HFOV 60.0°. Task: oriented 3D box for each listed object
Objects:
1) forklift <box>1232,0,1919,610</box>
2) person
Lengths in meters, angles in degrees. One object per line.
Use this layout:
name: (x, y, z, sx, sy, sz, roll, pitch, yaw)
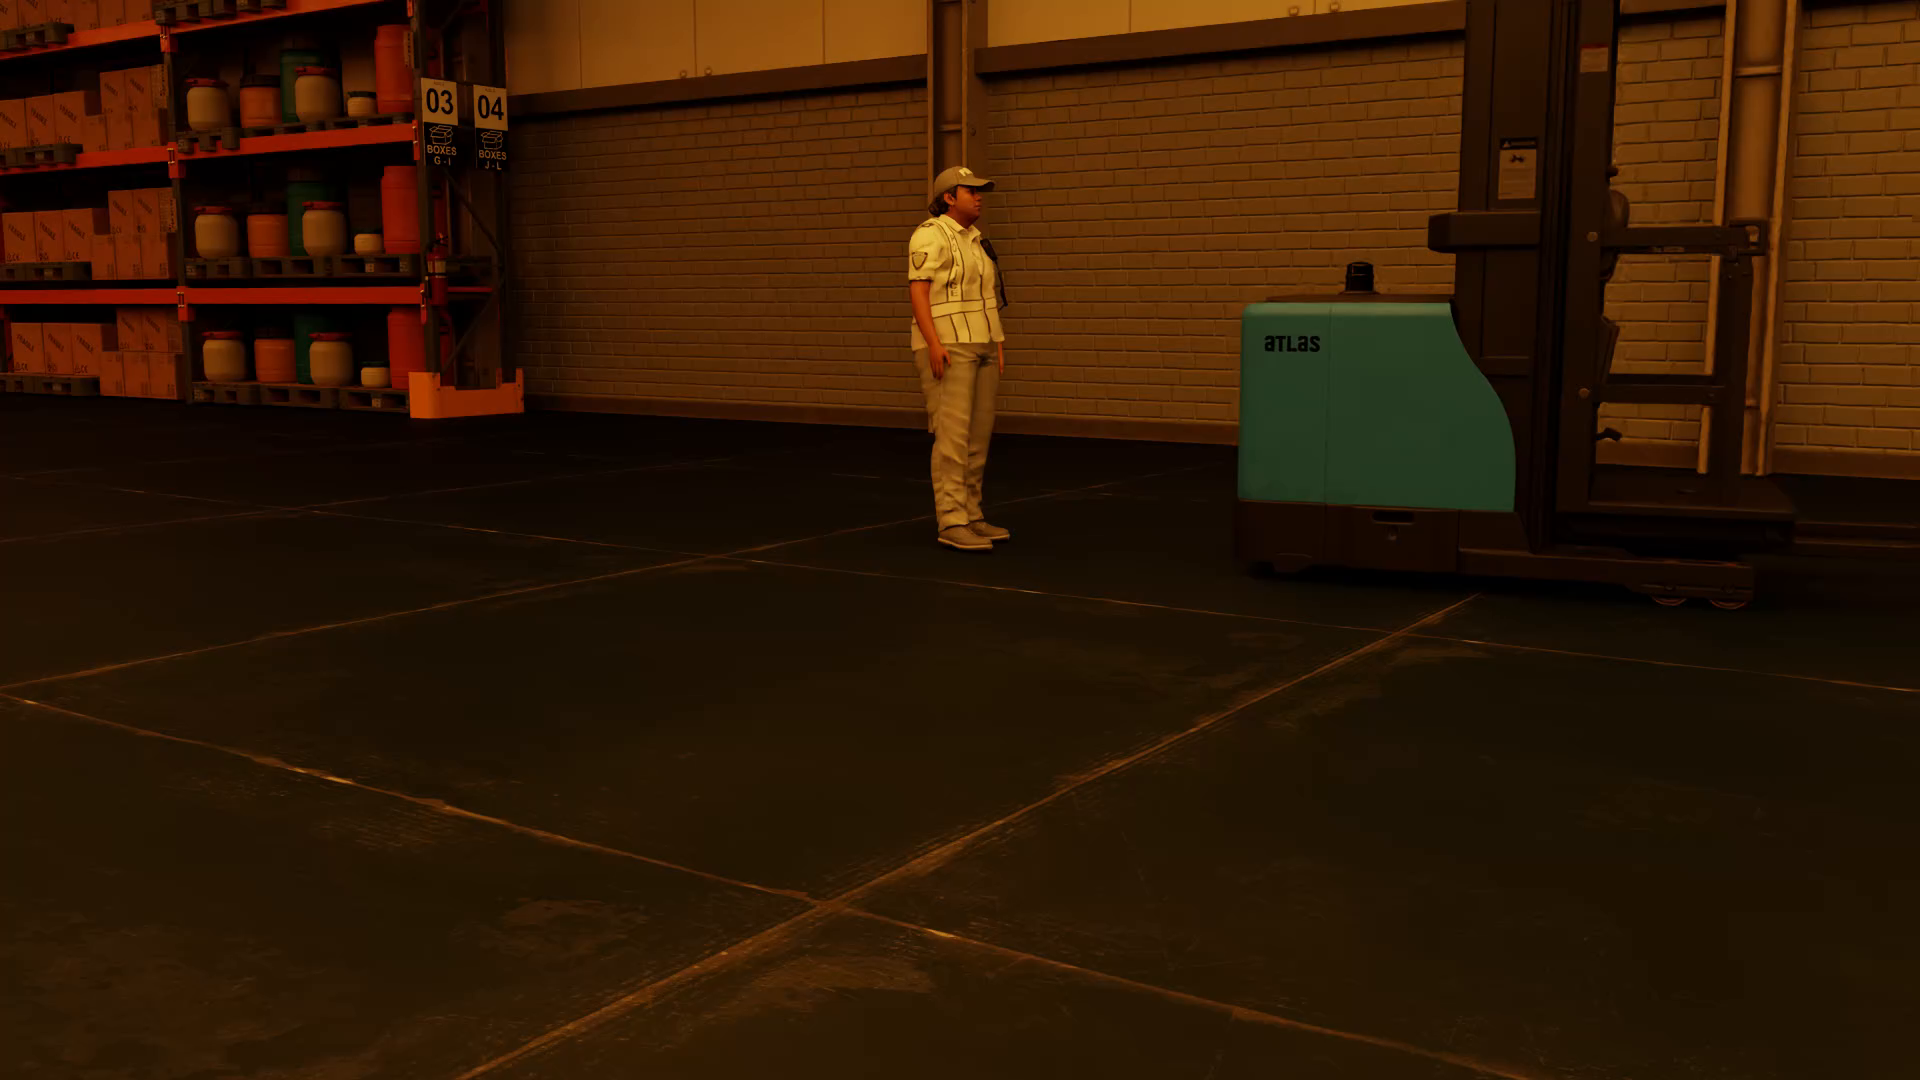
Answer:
forklift: (2.650, -1.289, 6.259, 3.031, 2.935, 1.130, 3, 9, 22)
person: (0.051, -0.824, 7.424, 0.529, 1.670, 0.599, 5, 10, 34)
